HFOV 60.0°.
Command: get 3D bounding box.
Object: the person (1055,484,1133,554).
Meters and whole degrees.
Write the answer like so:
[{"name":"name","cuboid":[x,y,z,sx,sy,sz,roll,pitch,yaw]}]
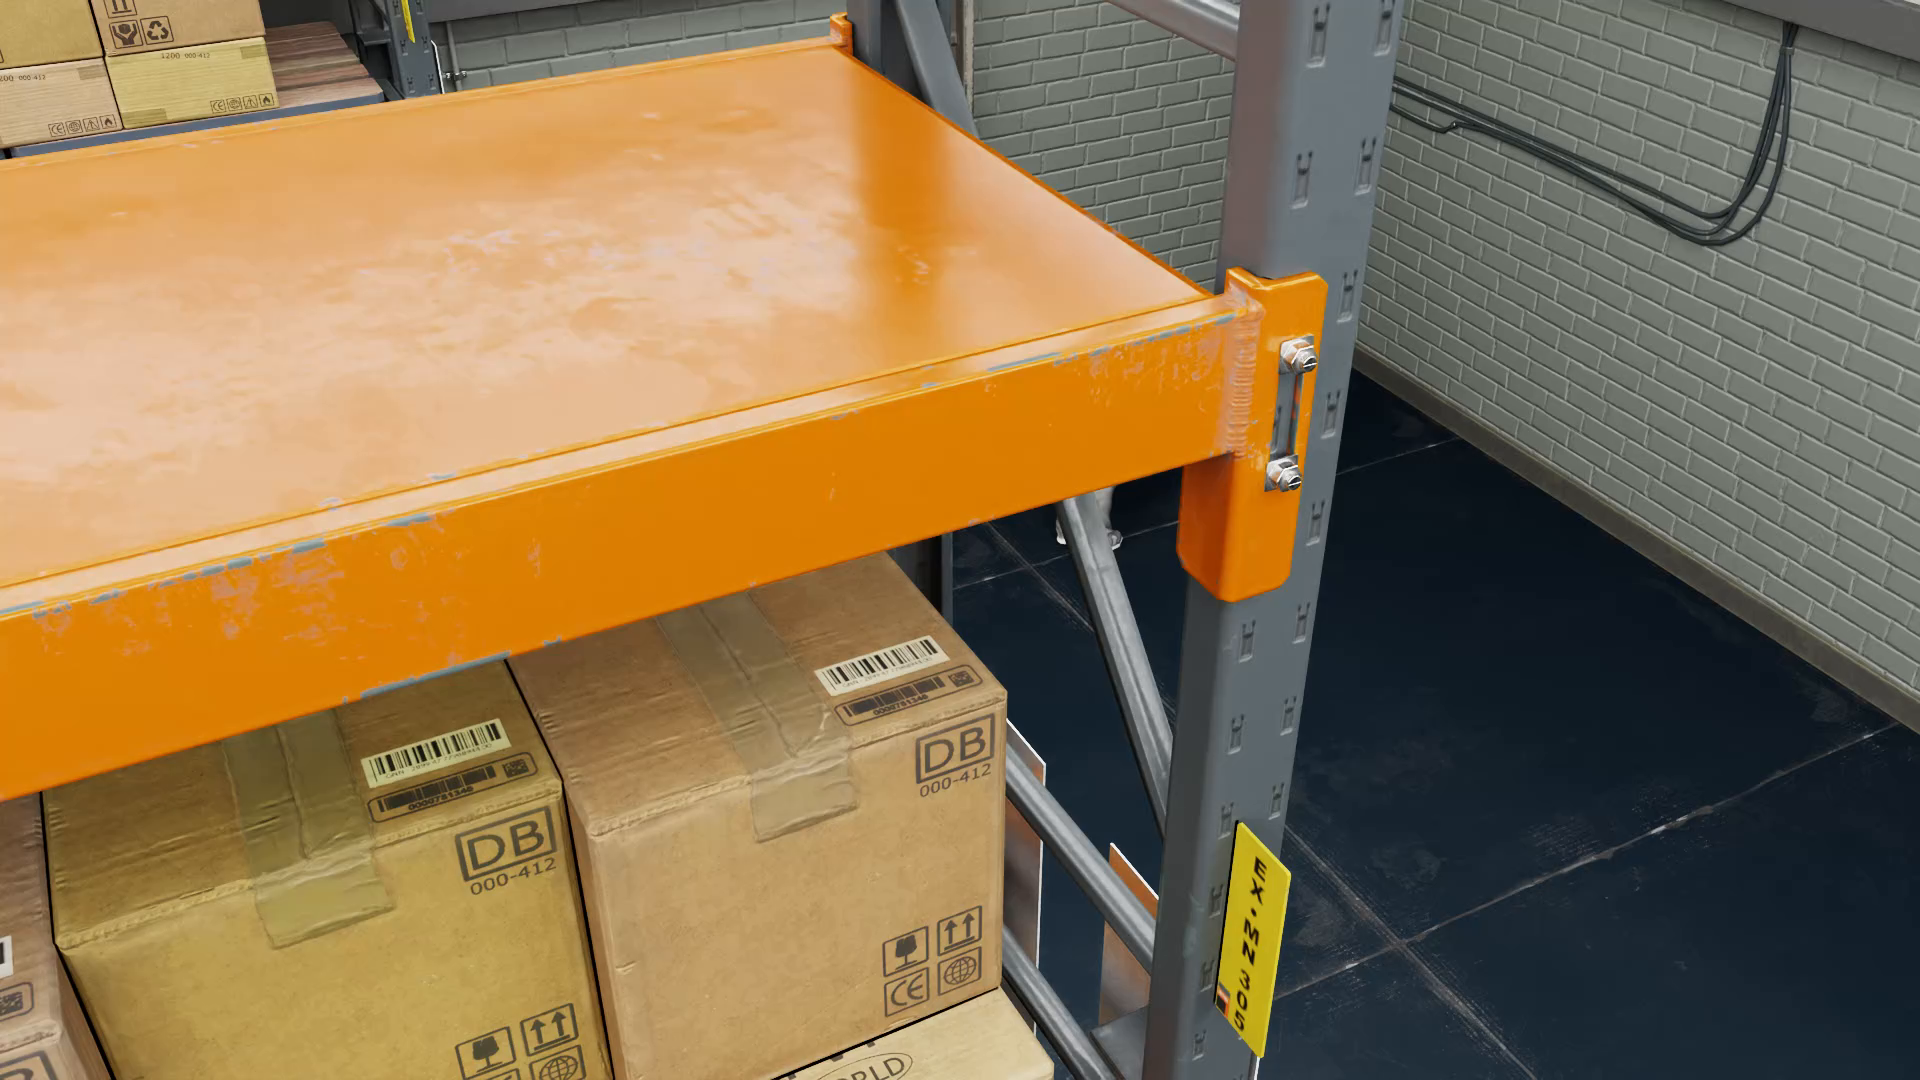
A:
[{"name":"person","cuboid":[0.674,-0.645,8.593,0.465,1.592,0.345,21,39,28]}]
